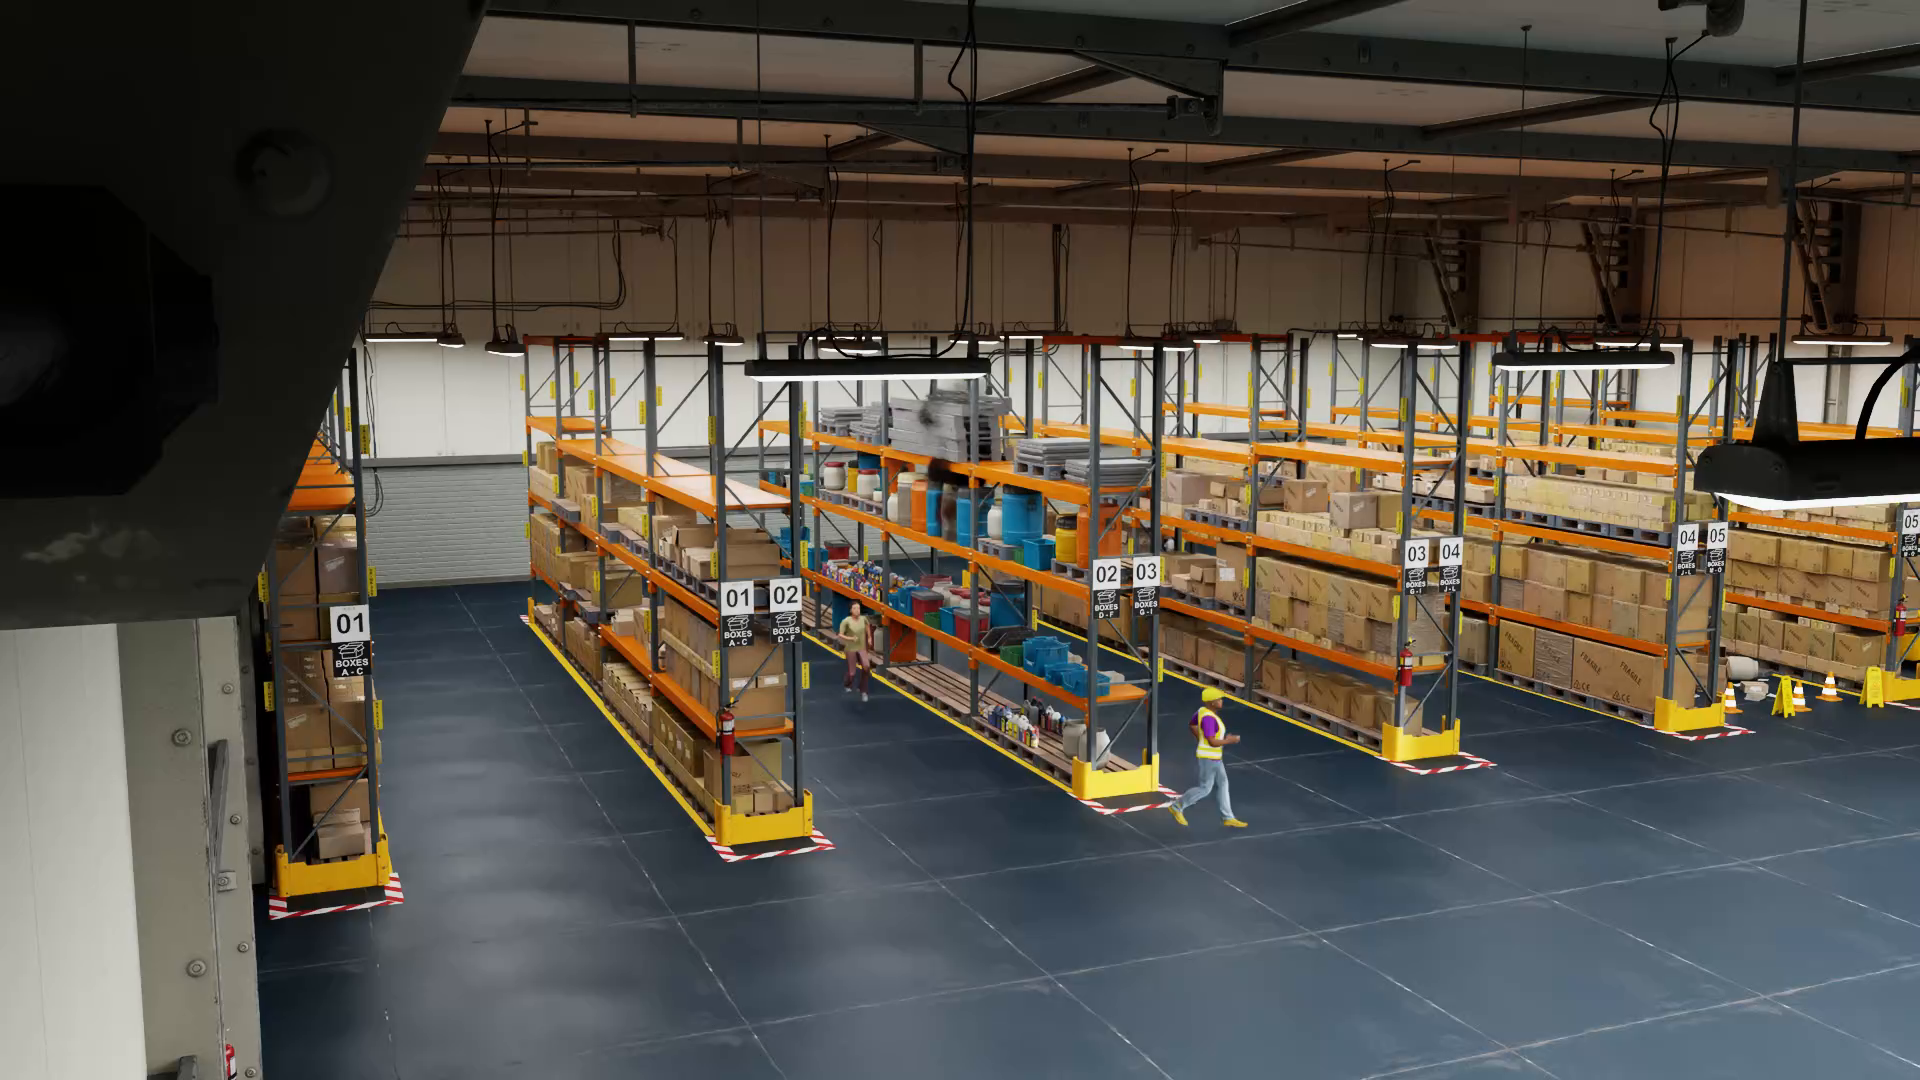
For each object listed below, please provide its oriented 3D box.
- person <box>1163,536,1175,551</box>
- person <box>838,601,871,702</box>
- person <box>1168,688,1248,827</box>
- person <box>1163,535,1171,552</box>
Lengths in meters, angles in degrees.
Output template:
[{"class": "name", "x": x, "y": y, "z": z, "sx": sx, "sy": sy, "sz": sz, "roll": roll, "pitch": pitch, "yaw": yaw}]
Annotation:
[{"class": "person", "x": 5.382, "y": -0.056, "z": 41.698, "sx": 0.558, "sy": 1.699, "sz": 0.732, "roll": 1, "pitch": 8, "yaw": 8}, {"class": "person", "x": -1.691, "y": 1.776, "z": 26.896, "sx": 0.594, "sy": 1.618, "sz": 0.762, "roll": -3, "pitch": 8, "yaw": -20}, {"class": "person", "x": 3.090, "y": 2.695, "z": 20.621, "sx": 0.985, "sy": 1.747, "sz": 0.730, "roll": 1, "pitch": 8, "yaw": 9}, {"class": "person", "x": 5.288, "y": -0.023, "z": 42.019, "sx": 0.717, "sy": 1.576, "sz": 0.536, "roll": -6, "pitch": 10, "yaw": -40}]
